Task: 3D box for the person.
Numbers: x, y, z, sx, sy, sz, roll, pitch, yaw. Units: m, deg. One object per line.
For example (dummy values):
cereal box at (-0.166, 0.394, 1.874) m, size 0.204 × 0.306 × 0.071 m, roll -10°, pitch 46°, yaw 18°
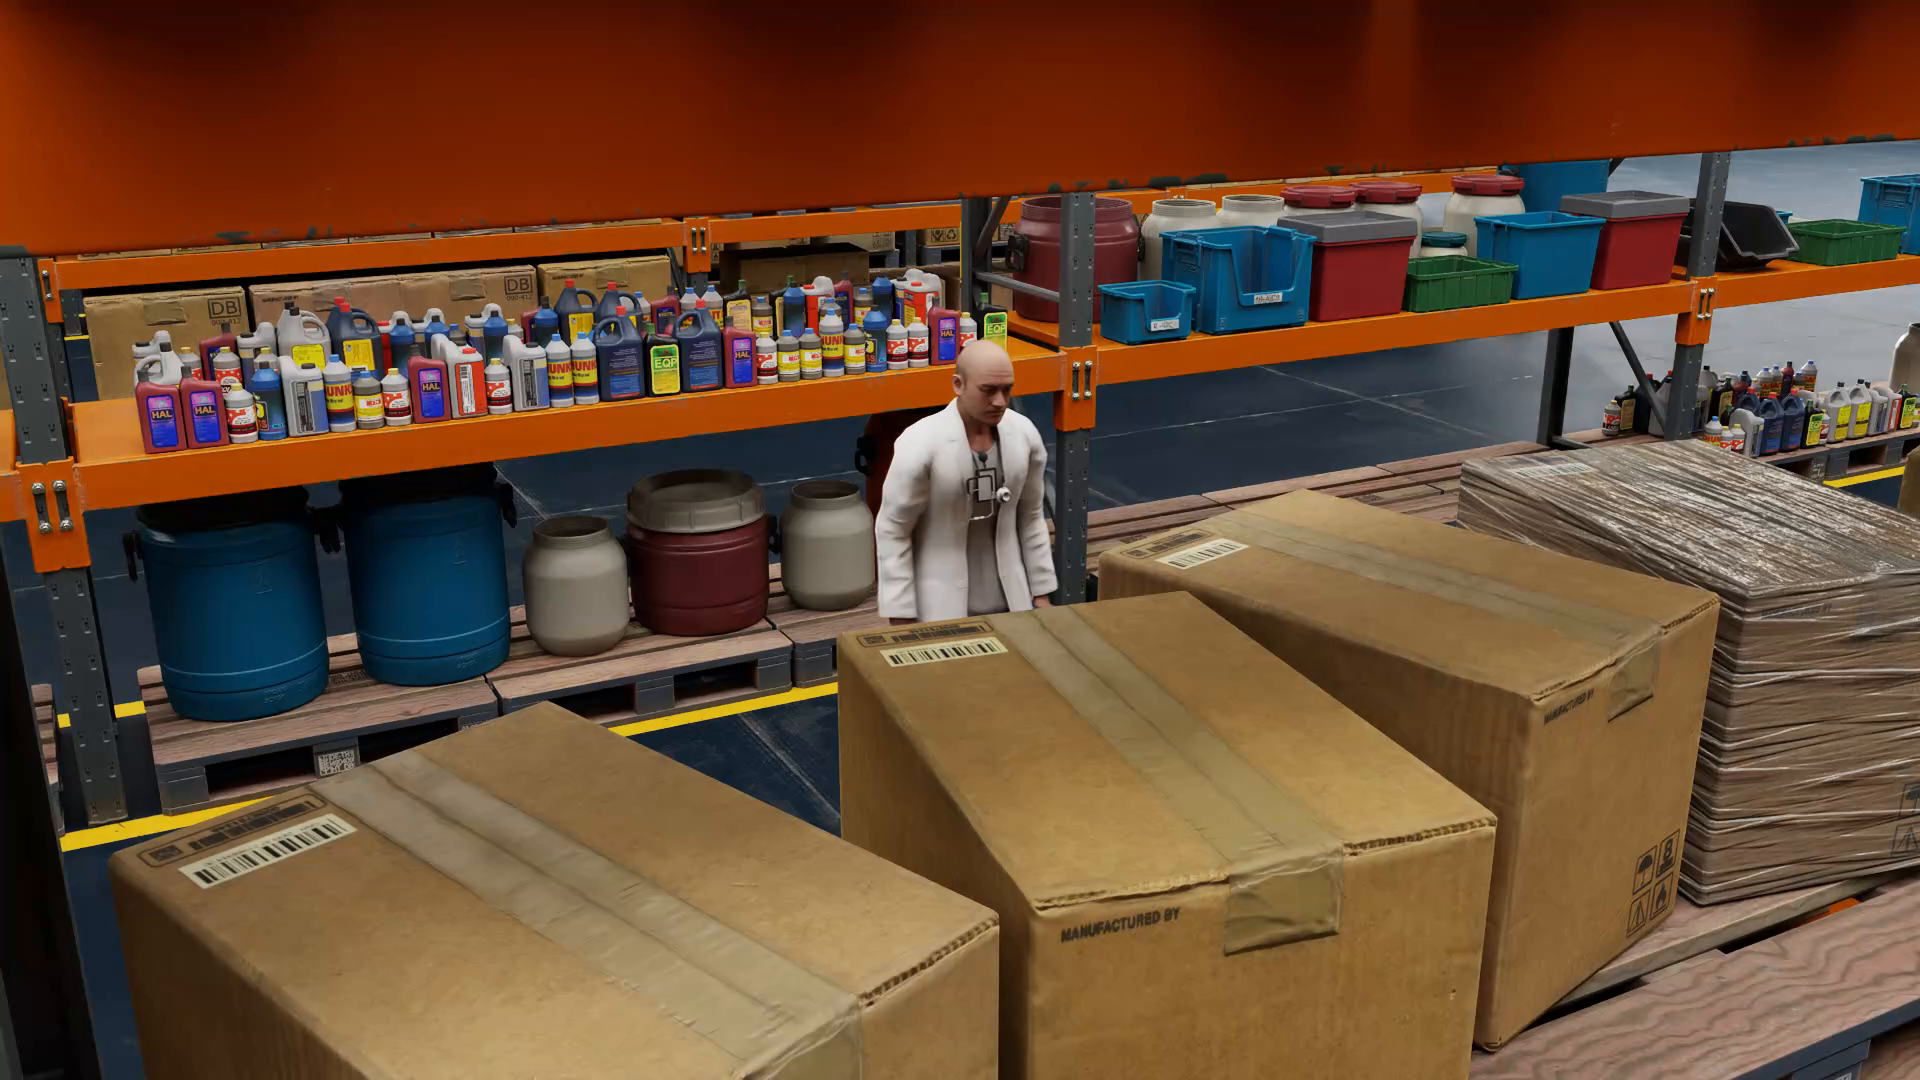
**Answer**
person at (0.032, 0.220, 5.413) m, size 0.642 × 1.773 × 0.427 m, roll -10°, pitch 20°, yaw -27°
